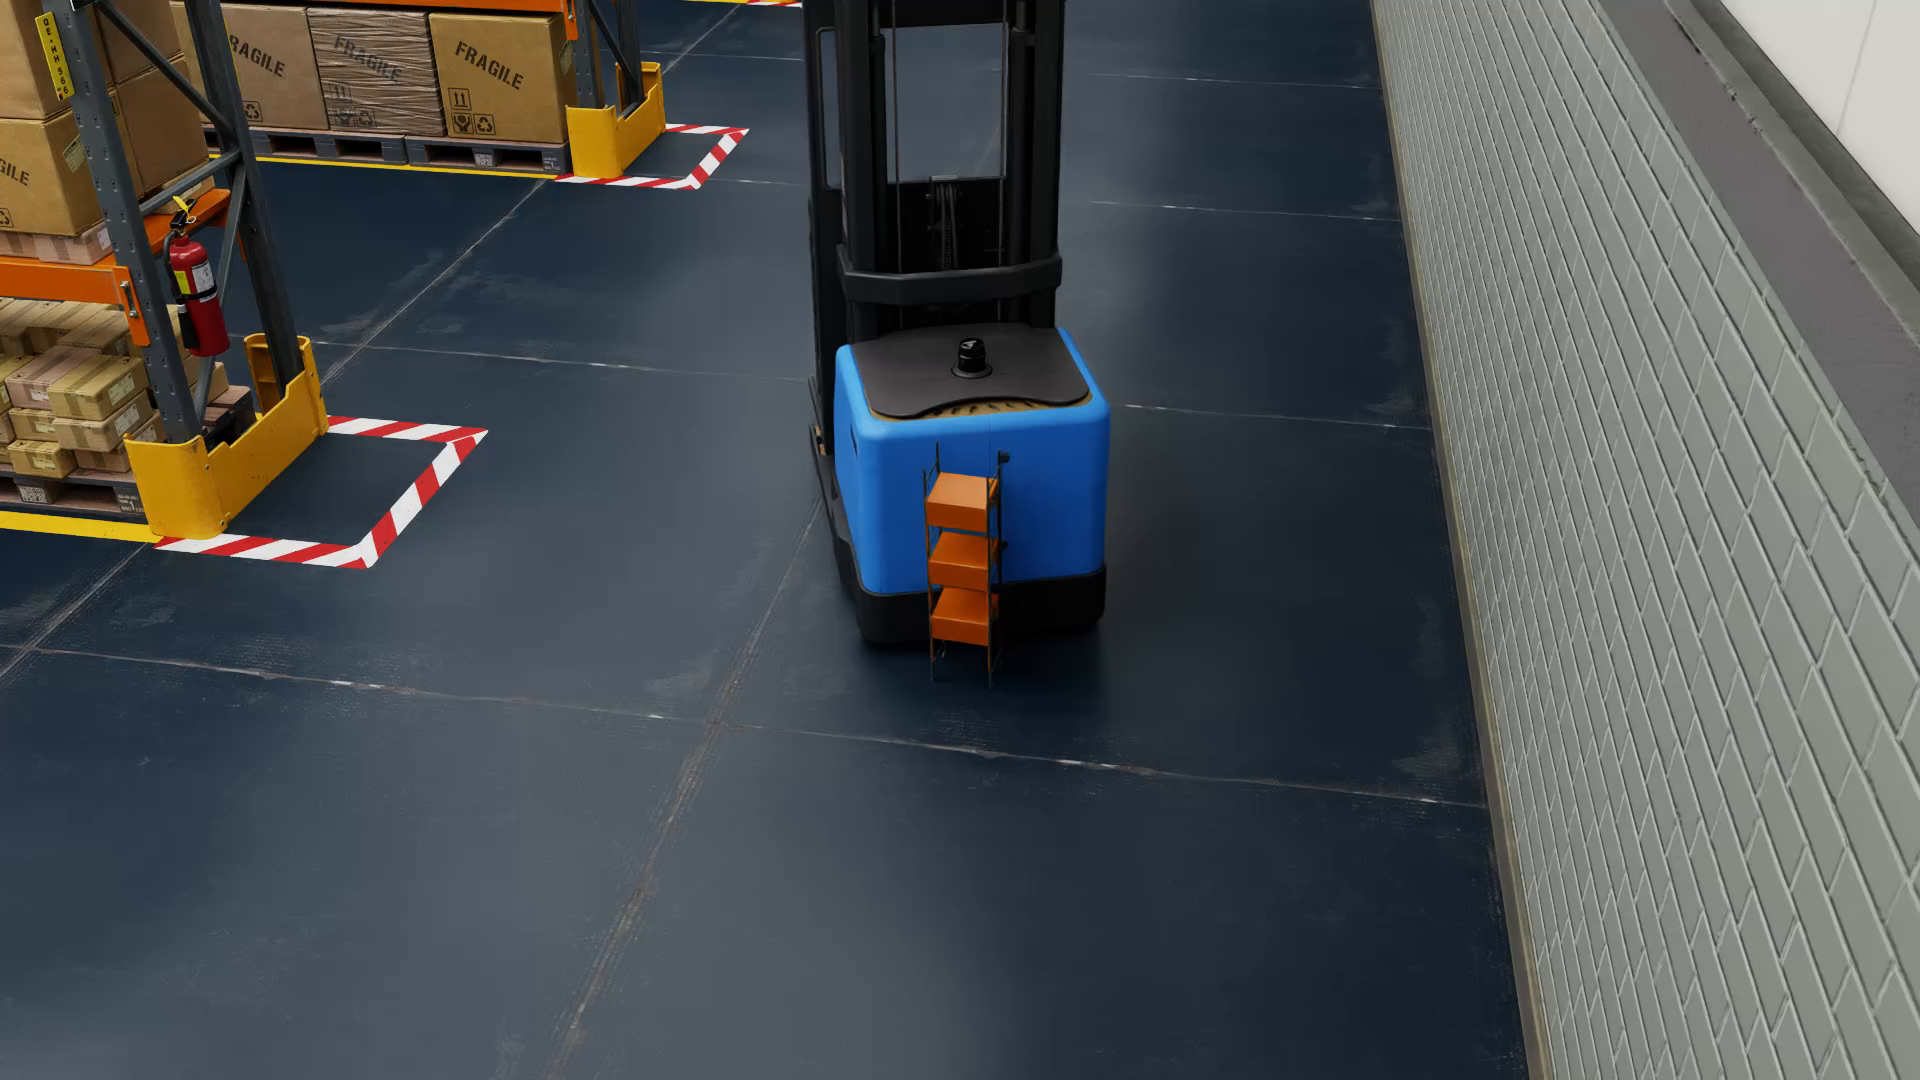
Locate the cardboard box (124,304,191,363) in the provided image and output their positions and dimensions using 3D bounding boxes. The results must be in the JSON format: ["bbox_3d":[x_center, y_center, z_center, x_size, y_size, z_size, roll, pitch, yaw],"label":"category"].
[{"bbox_3d":[-3.934,-1.027,8.293,0.250,0.149,0.380,4,32,6],"label":"cardboard box"}]

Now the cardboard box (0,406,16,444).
[{"bbox_3d":[-4.555,-0.619,7.923,0.250,0.149,0.380,4,32,6],"label":"cardboard box"}]

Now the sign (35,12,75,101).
[{"bbox_3d":[-3.587,-1.917,6.596,0.005,0.325,0.100,5,32,8],"label":"sign"}]

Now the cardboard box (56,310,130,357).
[{"bbox_3d":[-4.226,-0.988,8.232,0.250,0.149,0.380,6,33,9],"label":"cardboard box"}]

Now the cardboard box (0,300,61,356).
[{"bbox_3d":[-4.711,-1.057,8.341,0.250,0.149,0.380,4,32,6],"label":"cardboard box"}]

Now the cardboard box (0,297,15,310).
[{"bbox_3d":[-4.983,-1.086,8.389,0.250,0.149,0.380,6,33,10],"label":"cardboard box"}]

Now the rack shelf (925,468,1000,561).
[{"bbox_3d":[0.013,-0.100,6.391,0.240,0.259,0.215,8,38,13],"label":"rack shelf"}]

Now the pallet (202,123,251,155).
[{"bbox_3d":[-5.747,-3.232,12.714,1.213,0.211,1.003,5,32,8],"label":"pallet"}]

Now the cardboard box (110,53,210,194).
[{"bbox_3d":[-3.870,-1.933,7.637,0.500,0.500,0.500,7,33,11],"label":"cardboard box"}]

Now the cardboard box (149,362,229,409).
[{"bbox_3d":[-3.937,-0.764,8.435,0.250,0.149,0.380,6,33,9],"label":"cardboard box"}]

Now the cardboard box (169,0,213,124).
[{"bbox_3d":[-5.846,-3.699,12.439,0.875,0.875,0.875,5,32,8],"label":"cardboard box"}]

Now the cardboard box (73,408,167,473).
[{"bbox_3d":[-4.028,-0.488,7.993,0.250,0.149,0.380,6,32,9],"label":"cardboard box"}]

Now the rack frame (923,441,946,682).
[{"bbox_3d":[-0.099,0.103,6.581,0.008,1.050,0.200,8,38,13],"label":"rack frame"}]

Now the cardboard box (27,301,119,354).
[{"bbox_3d":[-4.452,-1.078,8.375,0.250,0.149,0.380,5,32,8],"label":"cardboard box"}]

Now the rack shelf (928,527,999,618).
[{"bbox_3d":[0.020,0.128,6.561,0.240,0.259,0.215,8,38,13],"label":"rack shelf"}]

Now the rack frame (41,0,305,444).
[{"bbox_3d":[-3.474,-1.580,7.448,0.127,3.000,1.000,5,32,8],"label":"rack frame"}]

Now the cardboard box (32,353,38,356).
[{"bbox_3d":[-4.699,-0.966,8.477,0.250,0.149,0.380,6,33,10],"label":"cardboard box"}]

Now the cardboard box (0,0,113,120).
[{"bbox_3d":[-3.967,-2.083,6.934,0.500,0.500,0.500,5,32,7],"label":"cardboard box"}]

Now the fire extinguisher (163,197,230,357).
[{"bbox_3d":[-3.304,-1.126,7.145,0.183,0.674,0.296,5,32,8],"label":"fire extinguisher"}]

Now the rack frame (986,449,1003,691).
[{"bbox_3d":[0.137,0.136,6.528,0.008,1.050,0.200,8,38,13],"label":"rack frame"}]

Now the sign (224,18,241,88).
[{"bbox_3d":[-3.383,-2.231,7.671,0.005,0.325,0.100,5,32,8],"label":"sign"}]

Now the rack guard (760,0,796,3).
[{"bbox_3d":[-1.681,-5.701,16.387,0.348,0.500,1.175,5,32,8],"label":"rack guard"}]

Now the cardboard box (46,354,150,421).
[{"bbox_3d":[-4.039,-0.717,7.798,0.250,0.149,0.380,6,32,9],"label":"cardboard box"}]

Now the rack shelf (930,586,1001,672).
[{"bbox_3d":[0.026,0.351,6.727,0.240,0.259,0.215,8,38,13],"label":"rack shelf"}]

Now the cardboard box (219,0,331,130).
[{"bbox_3d":[-4.959,-3.619,12.311,0.875,0.875,0.875,5,32,8],"label":"cardboard box"}]

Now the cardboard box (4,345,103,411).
[{"bbox_3d":[-4.277,-0.769,7.882,0.250,0.149,0.380,6,33,9],"label":"cardboard box"}]

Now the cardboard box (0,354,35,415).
[{"bbox_3d":[-4.553,-0.726,7.813,0.250,0.149,0.380,4,32,7],"label":"cardboard box"}]

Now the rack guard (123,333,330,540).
[{"bbox_3d":[-3.549,-0.528,8.122,0.348,0.500,1.175,5,32,8],"label":"rack guard"}]

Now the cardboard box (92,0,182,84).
[{"bbox_3d":[-3.872,-2.352,7.363,0.500,0.500,0.500,5,32,8],"label":"cardboard box"}]

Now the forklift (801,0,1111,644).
[{"bbox_3d":[-0.153,-1.580,7.512,1.130,2.935,3.031,-6,32,-9],"label":"forklift"}]

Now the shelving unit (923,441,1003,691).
[{"bbox_3d":[0.019,0.119,6.555,0.252,1.050,0.215,8,38,13],"label":"shelving unit"}]

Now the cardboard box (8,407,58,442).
[{"bbox_3d":[-4.291,-0.625,7.933,0.250,0.149,0.380,4,32,7],"label":"cardboard box"}]

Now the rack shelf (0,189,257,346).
[{"bbox_3d":[-5.446,-1.454,7.924,4.000,0.370,1.077,5,32,8],"label":"rack shelf"}]

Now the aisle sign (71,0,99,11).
[{"bbox_3d":[-3.453,-2.519,6.497,0.004,0.787,0.394,5,32,8],"label":"aisle sign"}]

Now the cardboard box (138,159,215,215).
[{"bbox_3d":[-3.738,-1.674,7.834,0.250,0.149,0.380,5,32,8],"label":"cardboard box"}]

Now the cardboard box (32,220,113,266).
[{"bbox_3d":[-3.843,-1.355,7.325,0.250,0.149,0.380,5,32,8],"label":"cardboard box"}]

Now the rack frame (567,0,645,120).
[{"bbox_3d":[-2.540,-4.165,11.578,0.127,3.000,1.000,5,32,8],"label":"rack frame"}]

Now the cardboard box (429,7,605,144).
[{"bbox_3d":[-3.185,-3.458,12.054,0.875,0.875,0.875,5,32,8],"label":"cardboard box"}]

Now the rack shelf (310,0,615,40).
[{"bbox_3d":[-4.512,-4.039,12.054,4.000,0.370,1.077,5,32,8],"label":"rack shelf"}]

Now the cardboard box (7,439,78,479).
[{"bbox_3d":[-4.299,-0.458,7.945,0.250,0.149,0.380,6,33,10],"label":"cardboard box"}]

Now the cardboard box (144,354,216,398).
[{"bbox_3d":[-3.948,-0.857,8.303,0.250,0.149,0.380,6,33,10],"label":"cardboard box"}]

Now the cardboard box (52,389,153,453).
[{"bbox_3d":[-4.043,-0.574,7.850,0.250,0.149,0.380,4,32,7],"label":"cardboard box"}]

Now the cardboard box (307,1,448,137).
[{"bbox_3d":[-4.082,-3.539,12.184,0.875,0.875,0.875,5,32,8],"label":"cardboard box"}]

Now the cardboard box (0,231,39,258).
[{"bbox_3d":[-4.082,-1.397,7.391,0.250,0.149,0.380,5,32,8],"label":"cardboard box"}]

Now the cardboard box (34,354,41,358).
[{"bbox_3d":[-4.464,-0.887,8.350,0.250,0.149,0.380,6,32,9],"label":"cardboard box"}]

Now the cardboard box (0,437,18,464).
[{"bbox_3d":[-4.545,-0.526,8.055,0.250,0.149,0.380,5,32,8],"label":"cardboard box"}]

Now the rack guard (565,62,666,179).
[{"bbox_3d":[-2.517,-3.104,12.237,0.348,0.500,1.175,5,32,8],"label":"rack guard"}]

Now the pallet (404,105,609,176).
[{"bbox_3d":[-3.342,-3.014,12.366,1.213,0.211,1.003,5,32,8],"label":"pallet"}]

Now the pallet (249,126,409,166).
[{"bbox_3d":[-4.541,-3.124,12.542,1.213,0.211,1.003,5,32,8],"label":"pallet"}]

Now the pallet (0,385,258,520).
[{"bbox_3d":[-4.344,-0.496,8.344,1.213,0.211,1.003,5,32,8],"label":"pallet"}]

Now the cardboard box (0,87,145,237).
[{"bbox_3d":[-3.961,-1.654,7.191,0.500,0.500,0.500,6,33,9],"label":"cardboard box"}]
